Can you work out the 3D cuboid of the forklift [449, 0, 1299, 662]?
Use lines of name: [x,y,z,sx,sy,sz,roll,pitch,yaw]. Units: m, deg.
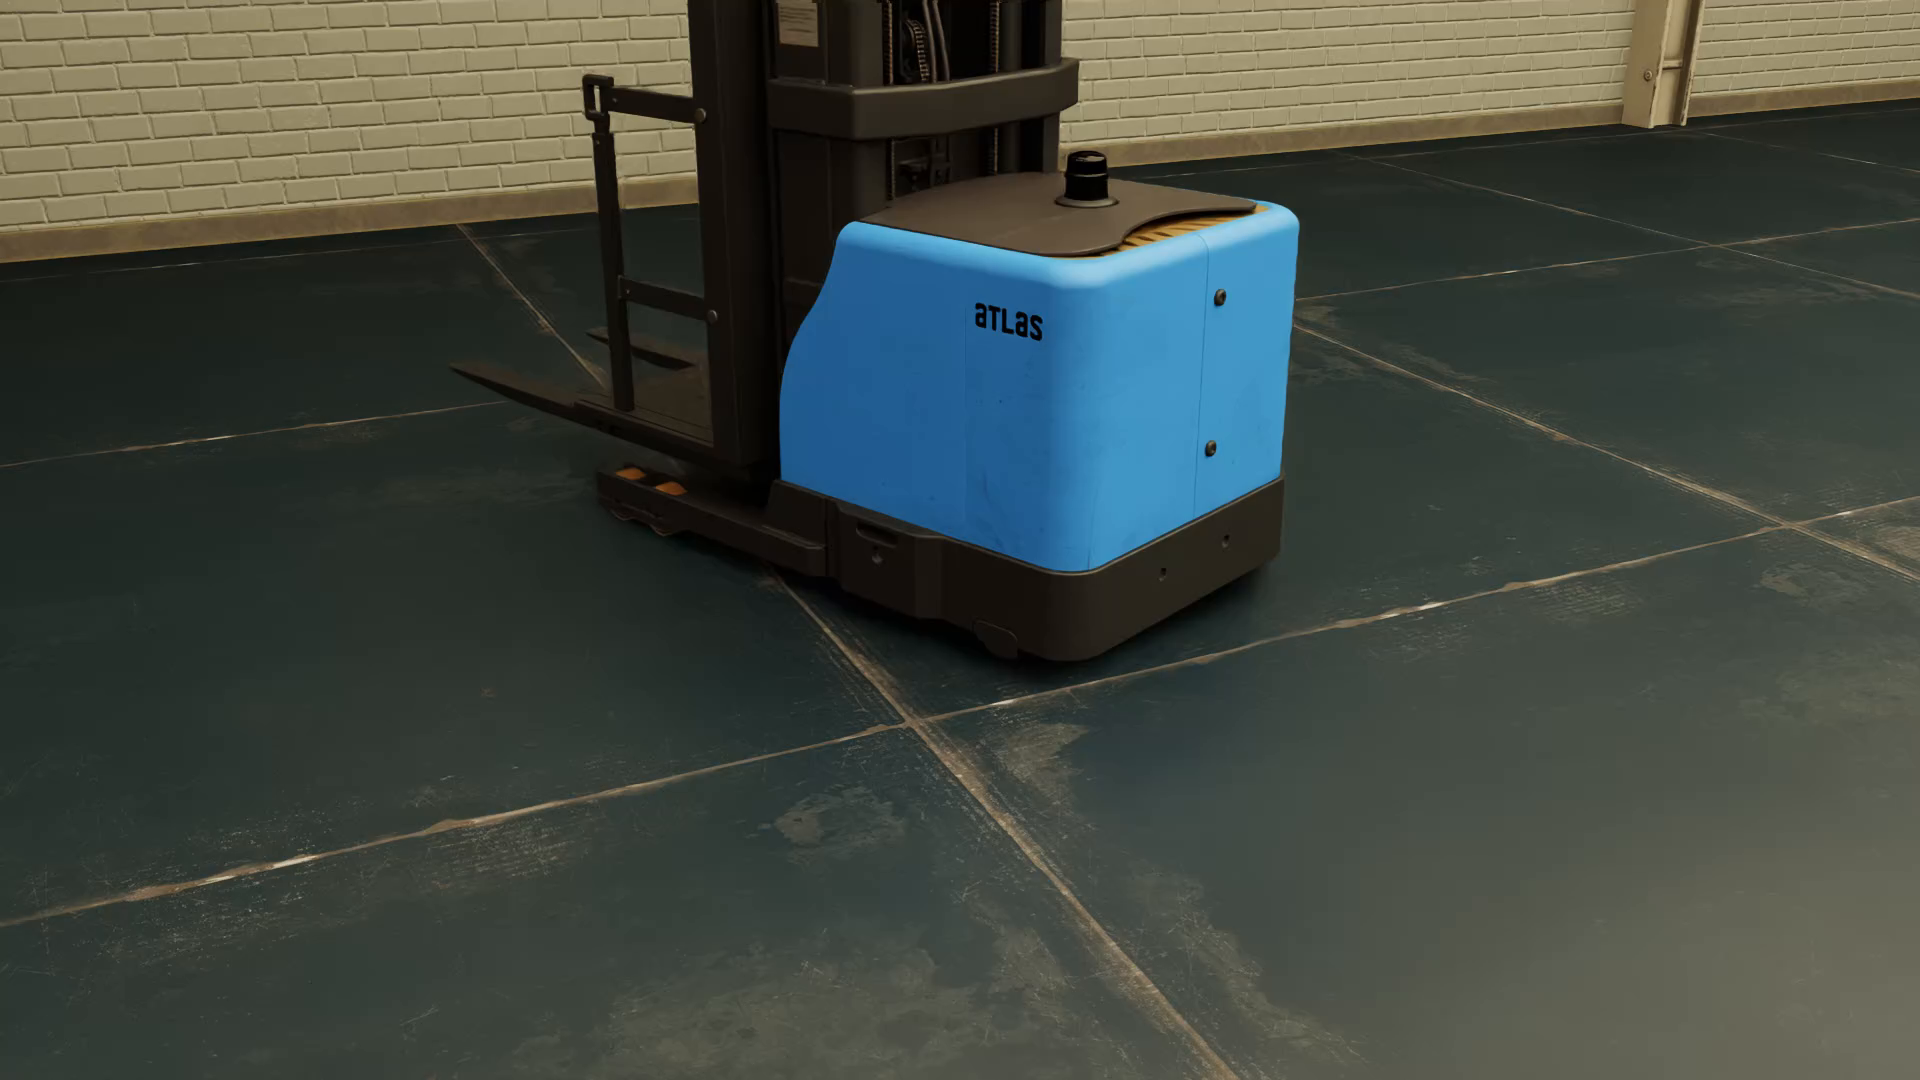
forklift: [-0.509,-1.498,4.893,3.031,2.935,1.130,19,29,38]
